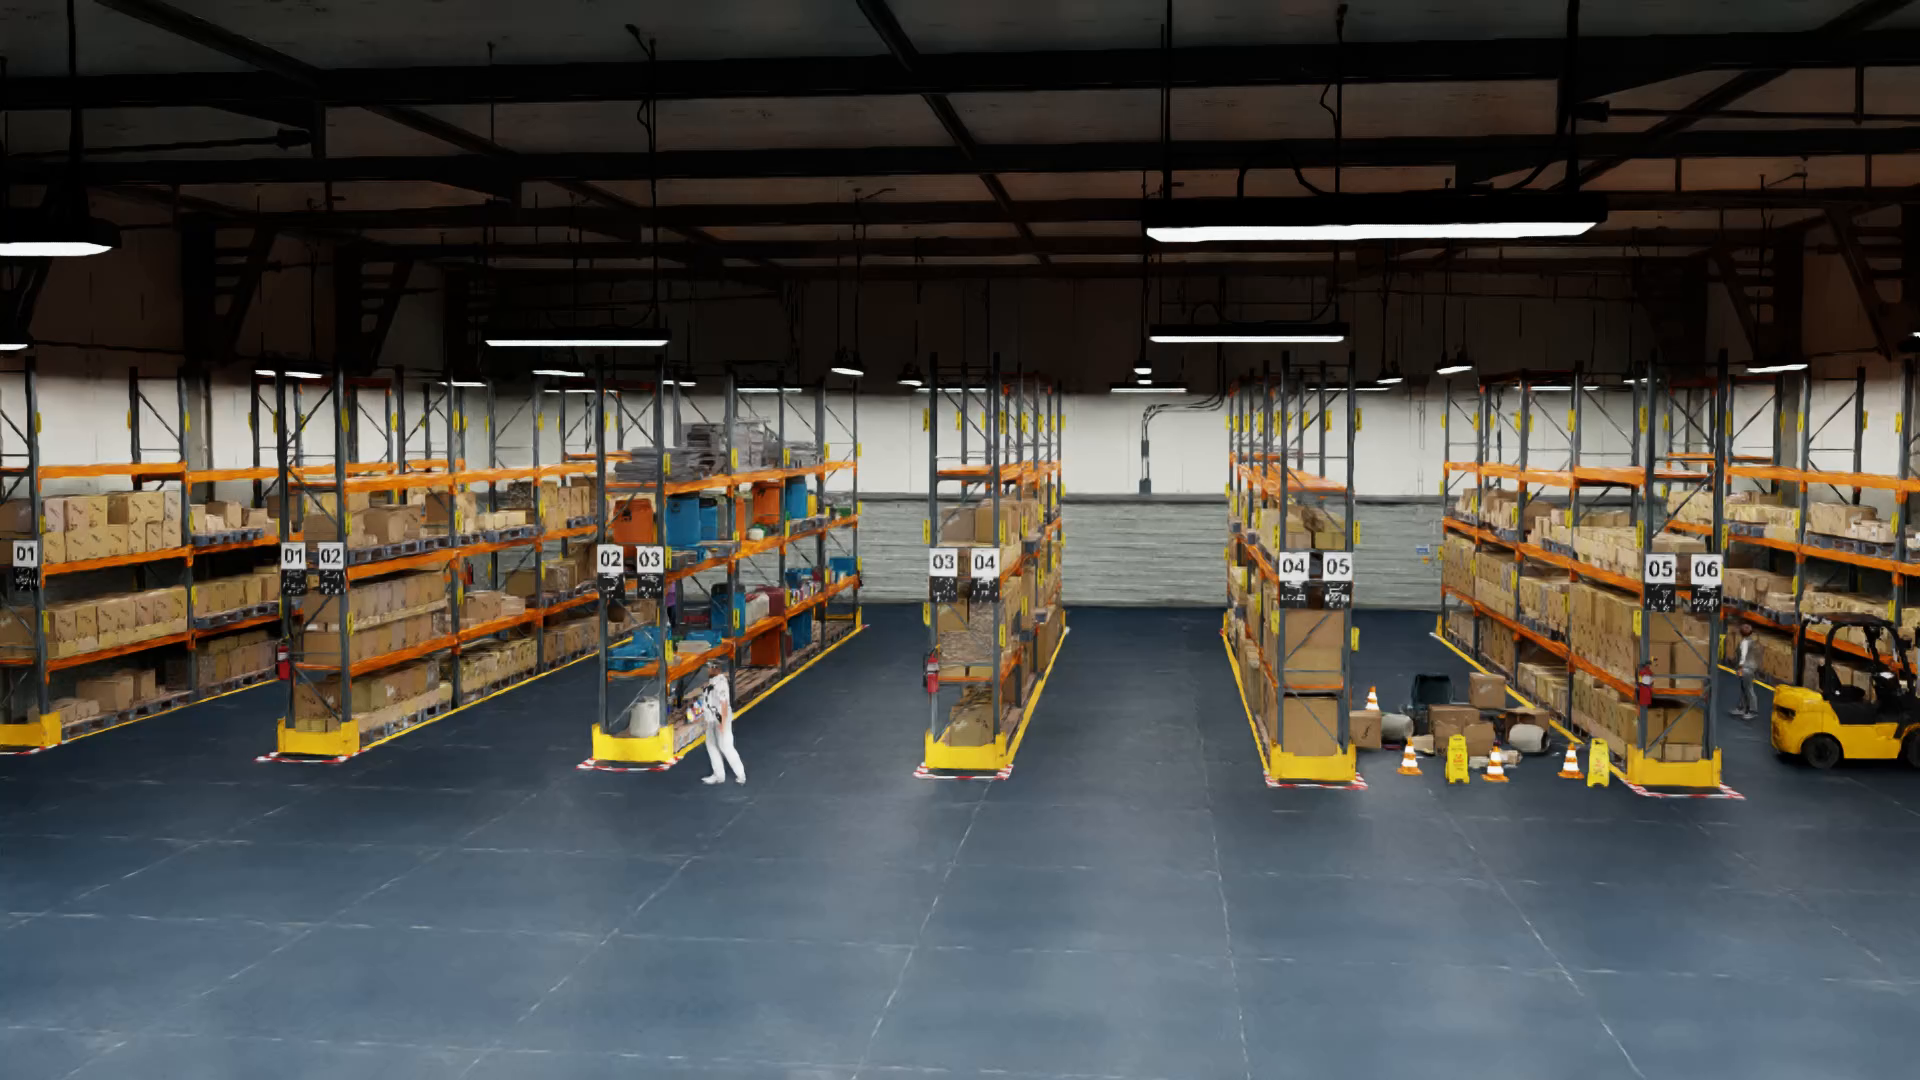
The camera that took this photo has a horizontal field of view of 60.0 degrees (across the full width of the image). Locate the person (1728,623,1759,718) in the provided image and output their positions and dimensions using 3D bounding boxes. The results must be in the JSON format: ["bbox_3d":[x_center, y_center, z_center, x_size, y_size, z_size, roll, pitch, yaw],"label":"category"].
[{"bbox_3d":[13.321,2.201,28.216,0.511,1.596,0.494,3,5,35],"label":"person"}]

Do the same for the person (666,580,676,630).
[{"bbox_3d":[-6.735,1.496,38.671,0.417,1.517,1.037,1,4,9],"label":"person"}]

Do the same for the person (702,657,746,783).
[{"bbox_3d":[-3.286,2.503,23.118,0.569,1.748,0.656,-2,4,-22],"label":"person"}]
